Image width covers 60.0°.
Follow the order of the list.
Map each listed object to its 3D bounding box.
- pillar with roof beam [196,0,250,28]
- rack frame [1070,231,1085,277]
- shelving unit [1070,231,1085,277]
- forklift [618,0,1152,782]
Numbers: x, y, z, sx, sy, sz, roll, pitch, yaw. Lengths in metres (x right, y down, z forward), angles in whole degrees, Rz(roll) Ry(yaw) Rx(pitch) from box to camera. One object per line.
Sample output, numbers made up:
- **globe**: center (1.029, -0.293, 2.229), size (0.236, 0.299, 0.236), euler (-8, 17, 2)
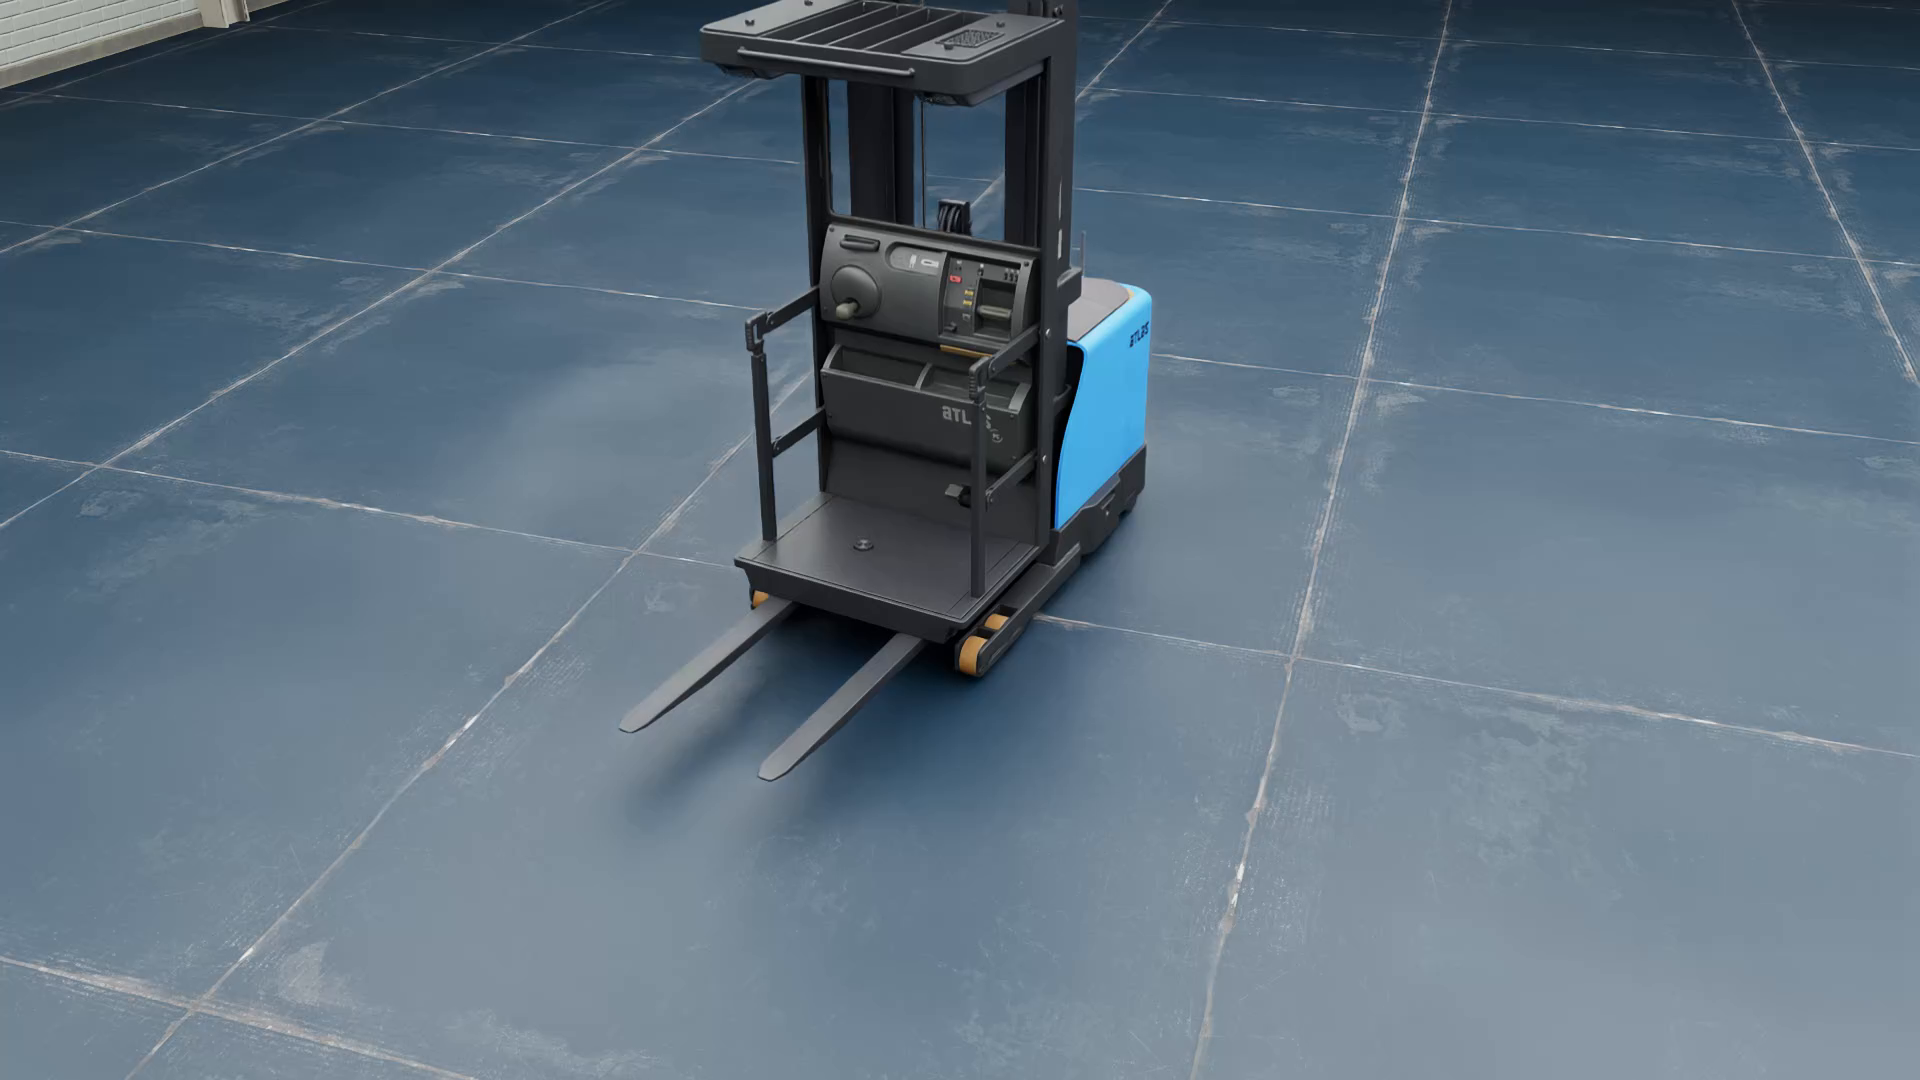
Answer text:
- **pillar with roof beam**: center (-3.636, -8.775, 14.267), size (9.100, 9.000, 0.400), euler (8, 30, 15)
- **rack frame**: center (0.489, -0.968, 8.256), size (0.240, 1.200, 0.006), euler (14, 32, 24)
- **shelving unit**: center (0.446, -0.929, 8.185), size (0.258, 1.200, 0.189), euler (14, 32, 24)
- **forklift**: center (-0.242, -0.974, 6.486), size (1.130, 2.935, 3.031), euler (14, 32, 24)
